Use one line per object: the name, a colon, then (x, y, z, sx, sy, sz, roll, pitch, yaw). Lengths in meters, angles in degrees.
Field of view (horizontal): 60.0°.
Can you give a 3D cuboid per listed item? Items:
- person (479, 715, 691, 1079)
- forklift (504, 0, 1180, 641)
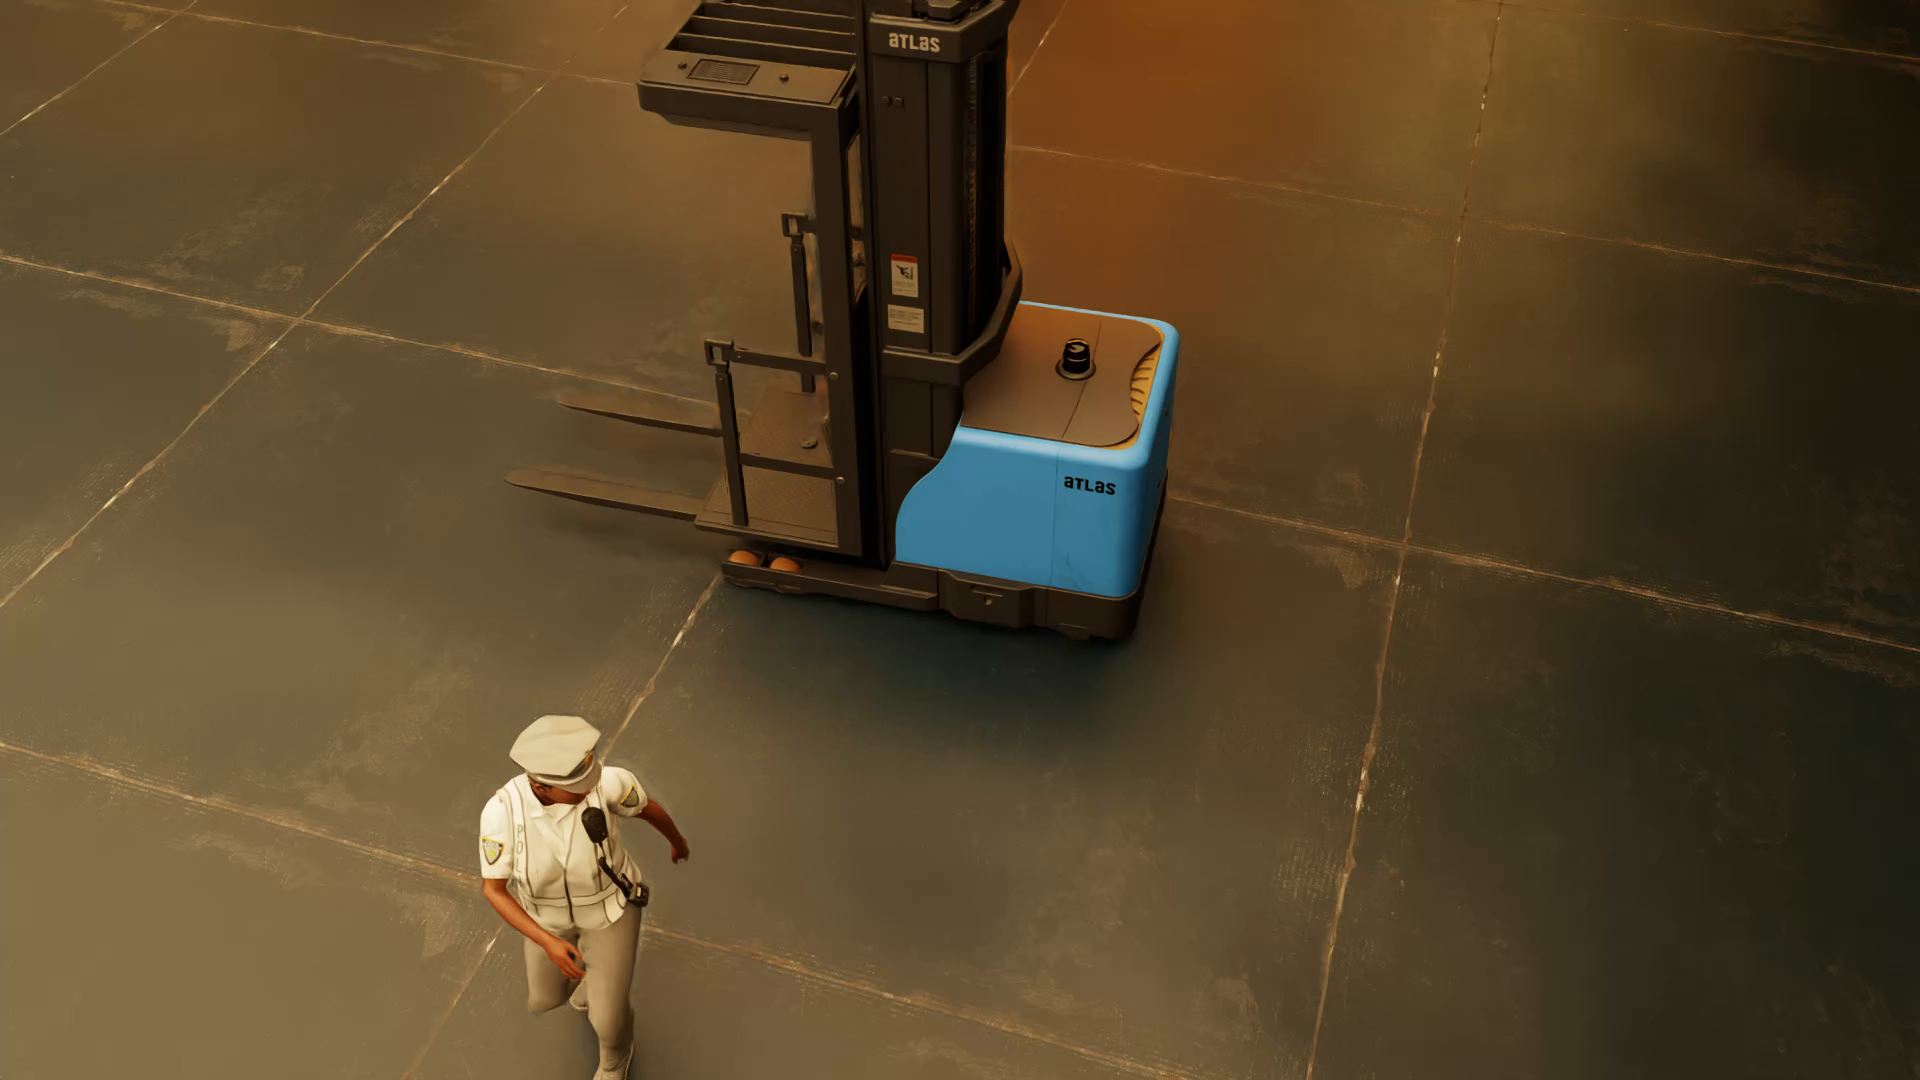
person: (-1.201, 1.194, 5.398, 0.569, 1.599, 0.640, 1, 43, 1)
forklift: (-0.598, -1.168, 6.944, 3.031, 2.935, 1.130, 10, 44, 10)
